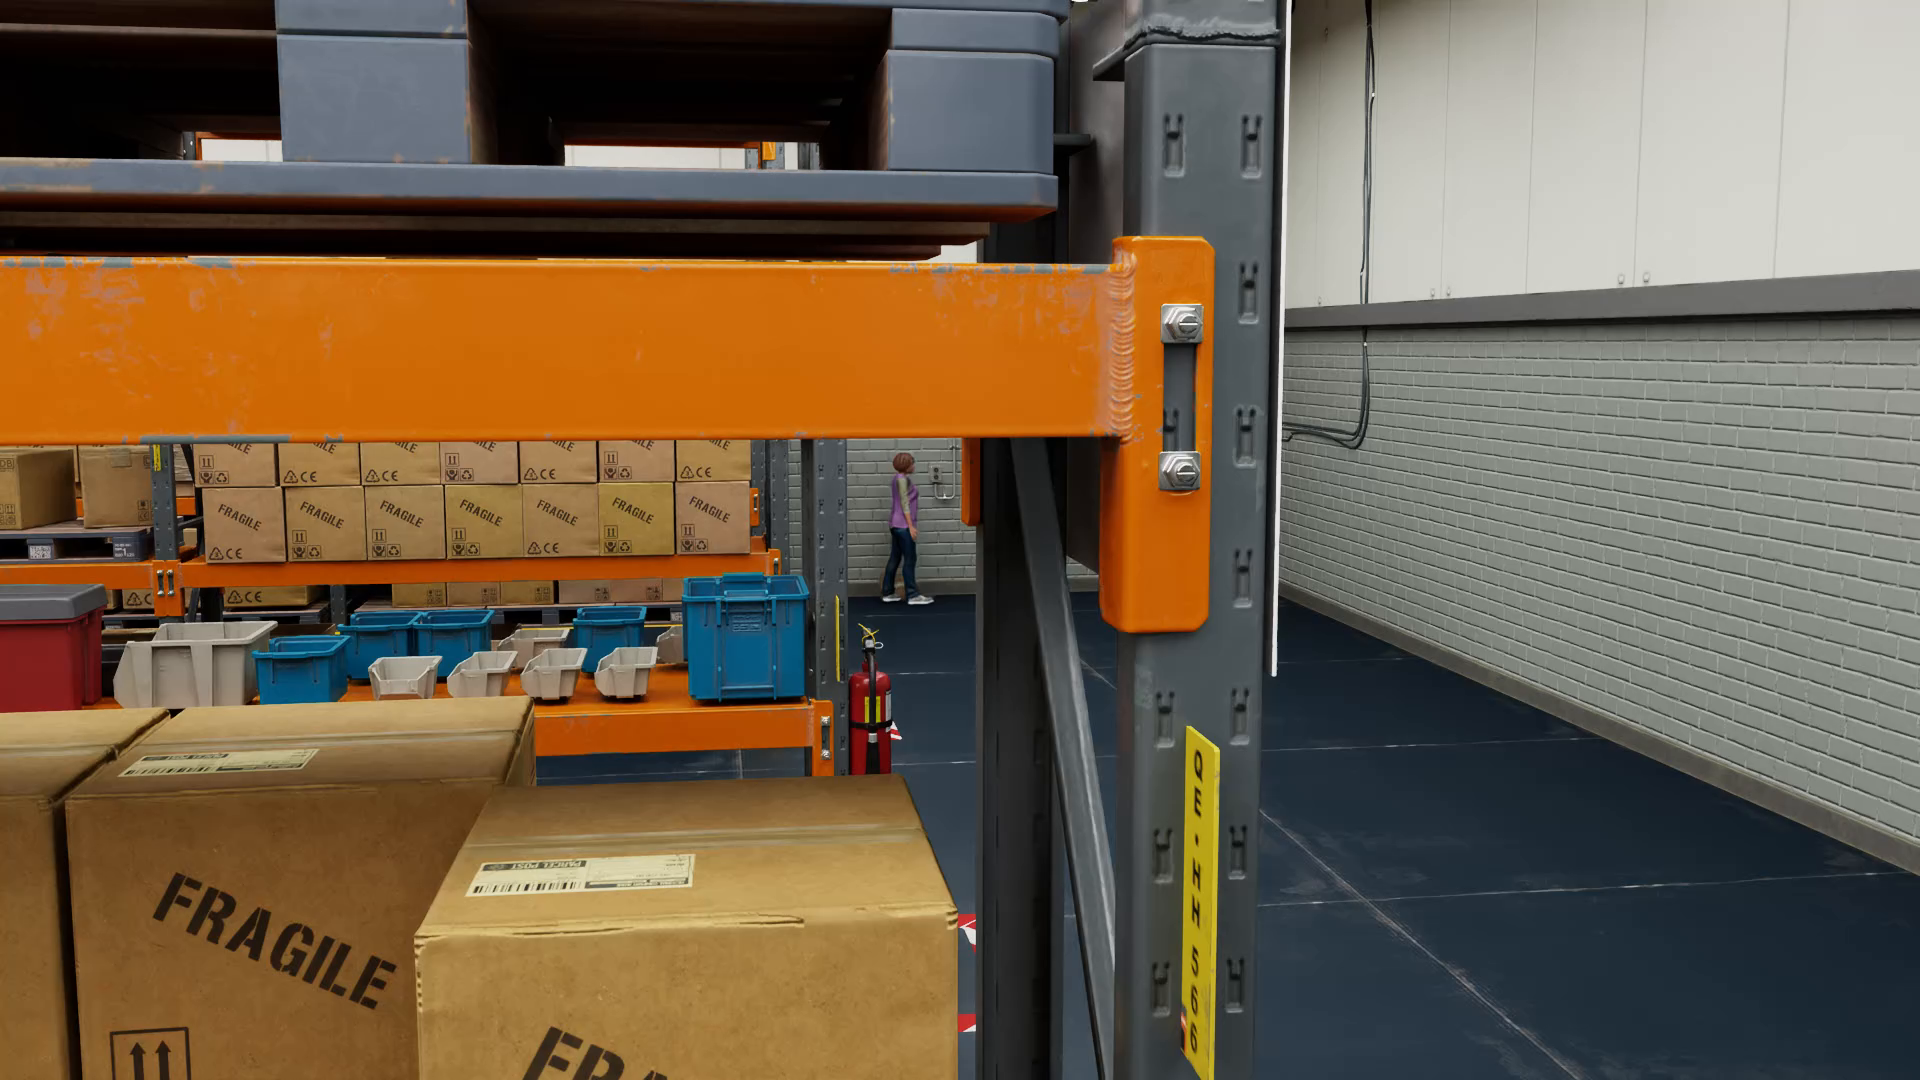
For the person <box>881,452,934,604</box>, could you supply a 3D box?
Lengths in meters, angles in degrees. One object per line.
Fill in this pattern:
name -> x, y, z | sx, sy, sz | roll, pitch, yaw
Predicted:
person -> -0.551, -0.124, 17.410 | 0.525, 1.591, 0.561 | -1, 7, -11
